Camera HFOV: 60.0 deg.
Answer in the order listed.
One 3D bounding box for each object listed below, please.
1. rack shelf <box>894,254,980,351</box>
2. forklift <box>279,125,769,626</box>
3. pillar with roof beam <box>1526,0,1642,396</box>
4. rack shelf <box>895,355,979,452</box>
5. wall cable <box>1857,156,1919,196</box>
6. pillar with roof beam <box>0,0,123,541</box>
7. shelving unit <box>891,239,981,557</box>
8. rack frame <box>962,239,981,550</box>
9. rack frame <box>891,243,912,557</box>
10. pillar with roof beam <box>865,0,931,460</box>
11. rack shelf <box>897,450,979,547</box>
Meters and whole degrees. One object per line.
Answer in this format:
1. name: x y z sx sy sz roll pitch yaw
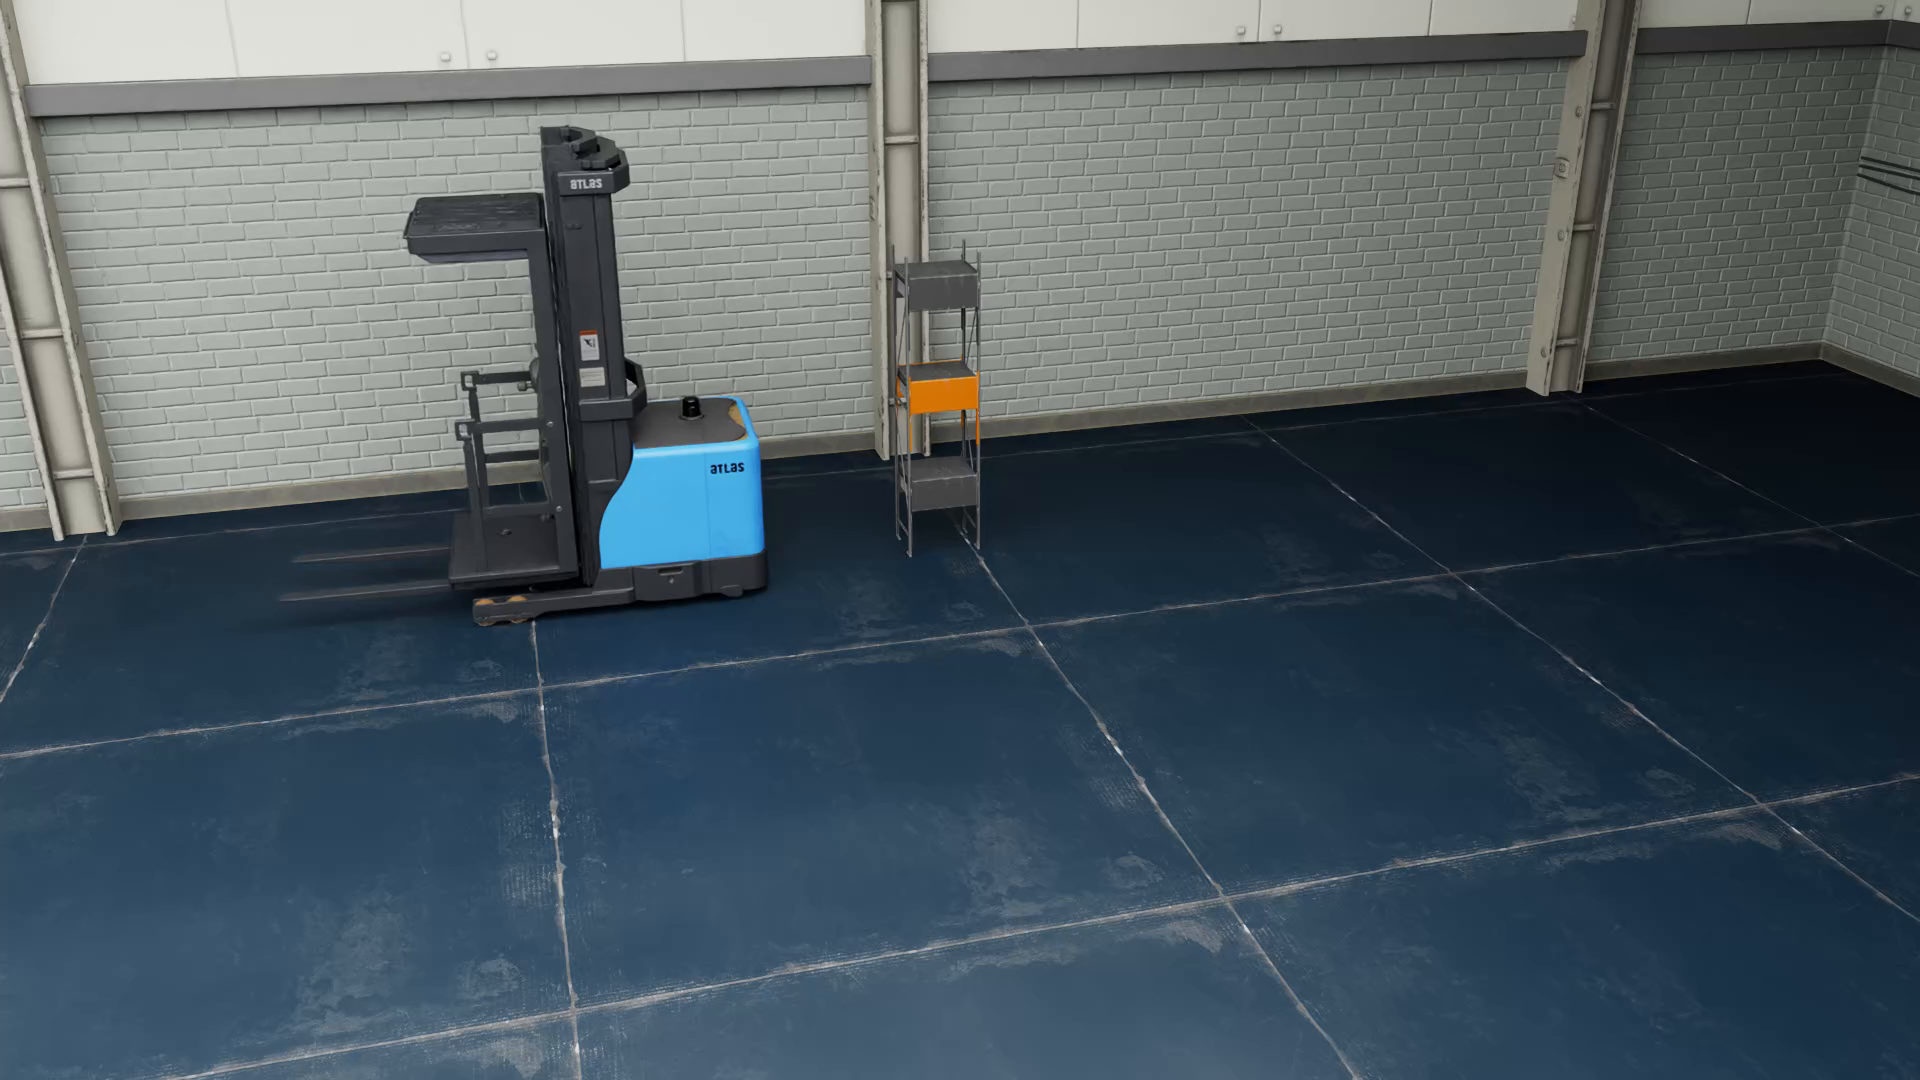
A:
1. rack shelf: -0.159 -1.578 11.024 0.480 0.518 0.431 -6 24 -14
2. forklift: -2.831 -1.034 10.442 3.031 2.935 1.130 -5 24 -12
3. pillar with roof beam: 6.475 -3.854 9.319 0.400 9.000 9.100 -6 24 -14
4. rack shelf: -0.159 -0.935 11.300 0.480 0.518 0.431 -6 24 -14
5. wall cable: 8.506 -3.873 13.302 0.112 2.526 3.097 -6 24 -14
6. pillar with roof beam: -5.079 -2.576 6.340 0.400 9.000 9.100 -6 24 -14
7. shelving unit: -0.159 -0.947 11.295 0.503 2.100 0.431 -6 24 -14
8. rack frame: 0.076 -0.973 11.355 0.015 2.100 0.400 -6 24 -14
9. rack frame: -0.394 -0.921 11.234 0.015 2.100 0.400 -6 24 -14
10. pillar with roof beam: 0.698 -3.215 7.830 0.400 9.000 9.100 -6 24 -14
11. rack shelf: -0.159 -0.291 11.576 0.480 0.518 0.431 -6 24 -14
